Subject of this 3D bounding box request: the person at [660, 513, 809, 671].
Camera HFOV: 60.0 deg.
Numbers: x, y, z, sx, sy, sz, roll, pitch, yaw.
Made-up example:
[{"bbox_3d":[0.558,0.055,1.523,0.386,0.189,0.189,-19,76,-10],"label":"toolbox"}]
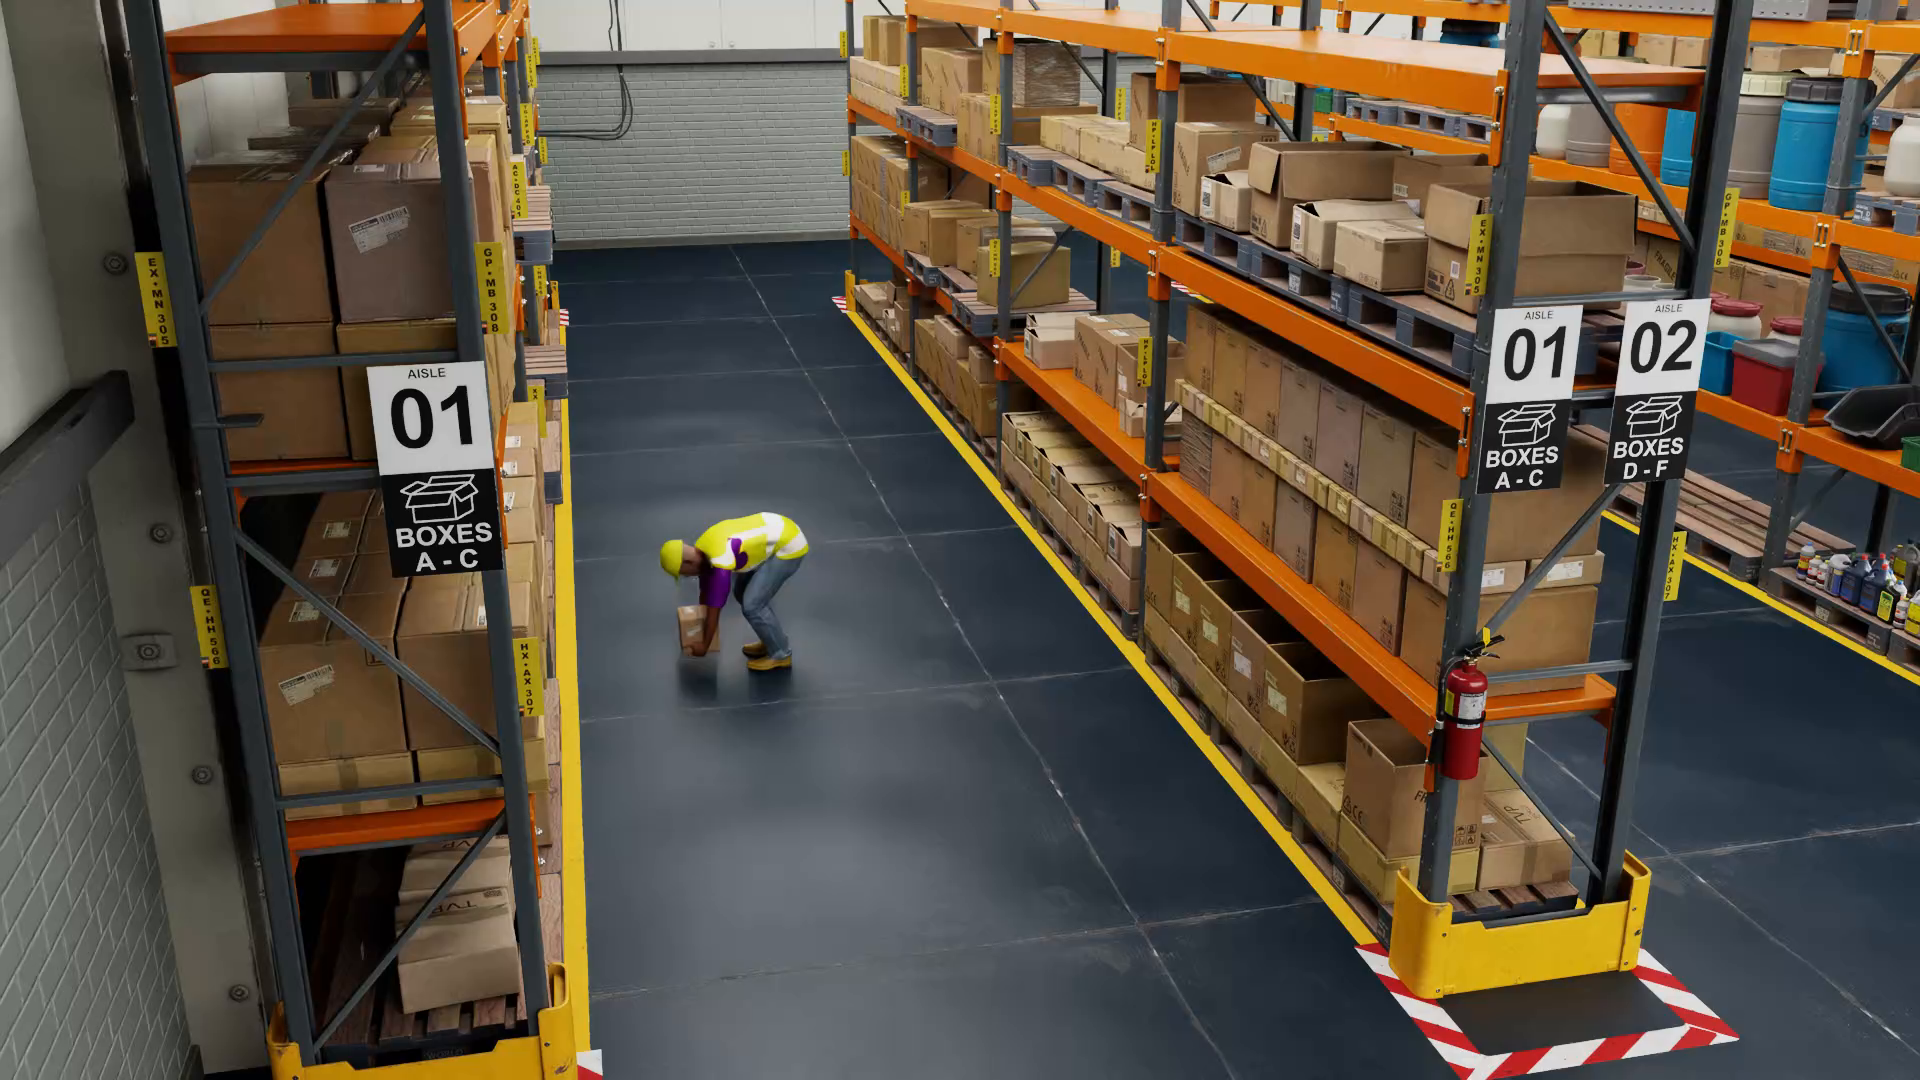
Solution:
[{"bbox_3d":[-1.501,0.350,11.140,0.979,1.030,0.492,-5,20,-15],"label":"person"}]
